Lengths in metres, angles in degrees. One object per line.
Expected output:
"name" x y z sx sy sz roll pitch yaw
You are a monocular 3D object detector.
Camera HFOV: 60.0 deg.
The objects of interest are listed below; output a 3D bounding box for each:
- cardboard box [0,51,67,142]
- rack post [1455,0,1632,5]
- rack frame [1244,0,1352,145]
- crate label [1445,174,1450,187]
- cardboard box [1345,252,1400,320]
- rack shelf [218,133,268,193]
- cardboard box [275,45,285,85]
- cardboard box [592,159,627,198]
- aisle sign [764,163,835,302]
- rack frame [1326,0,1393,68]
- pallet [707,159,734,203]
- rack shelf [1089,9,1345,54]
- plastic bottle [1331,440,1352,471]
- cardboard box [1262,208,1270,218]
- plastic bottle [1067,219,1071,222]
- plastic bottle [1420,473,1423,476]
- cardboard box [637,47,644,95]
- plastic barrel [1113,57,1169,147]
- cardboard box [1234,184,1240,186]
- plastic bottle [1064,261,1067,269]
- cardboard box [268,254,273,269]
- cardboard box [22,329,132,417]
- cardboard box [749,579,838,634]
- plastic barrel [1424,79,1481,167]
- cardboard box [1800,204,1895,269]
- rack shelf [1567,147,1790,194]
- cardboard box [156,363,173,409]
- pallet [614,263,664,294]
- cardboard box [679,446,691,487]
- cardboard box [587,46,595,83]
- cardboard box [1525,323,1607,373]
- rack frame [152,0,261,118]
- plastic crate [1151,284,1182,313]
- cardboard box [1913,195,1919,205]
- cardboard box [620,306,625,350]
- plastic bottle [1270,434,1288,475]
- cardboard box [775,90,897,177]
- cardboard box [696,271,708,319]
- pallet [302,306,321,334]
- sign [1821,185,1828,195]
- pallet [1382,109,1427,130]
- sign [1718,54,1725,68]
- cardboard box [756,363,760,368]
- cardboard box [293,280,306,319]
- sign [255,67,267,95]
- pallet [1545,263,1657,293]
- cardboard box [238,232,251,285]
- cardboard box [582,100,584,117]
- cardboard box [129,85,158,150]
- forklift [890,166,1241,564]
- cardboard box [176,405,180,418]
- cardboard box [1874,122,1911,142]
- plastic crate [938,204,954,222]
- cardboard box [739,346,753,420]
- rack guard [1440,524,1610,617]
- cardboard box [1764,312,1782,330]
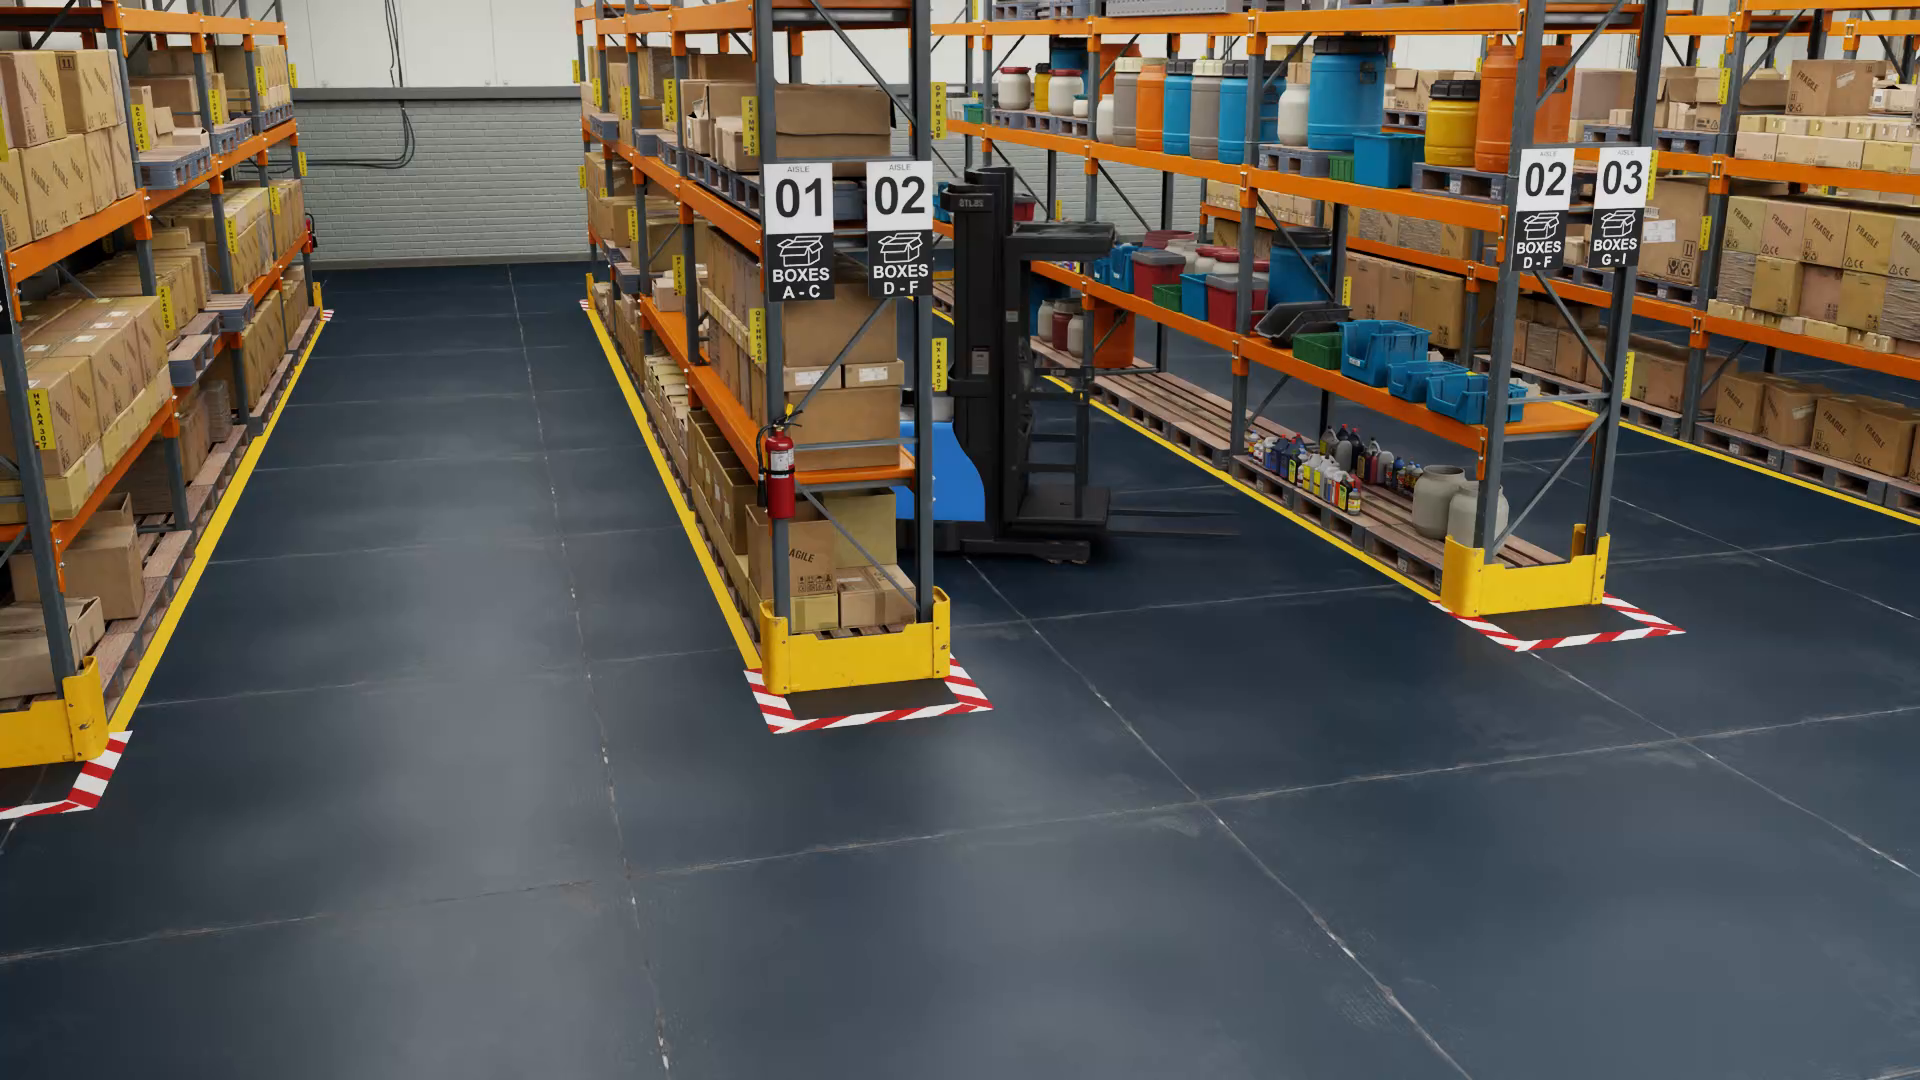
"cardboard box" -5.540 -2.567 9.624 0.500 0.500 0.500 -4 17 -14
"rack post" 4.014 -3.821 11.399 0.937 0.300 0.954 -3 17 -9
"rack frame" 3.000 -4.948 14.281 1.000 3.000 0.127 -5 17 -15
"crate label" 3.902 -2.877 12.861 0.502 0.251 0.408 -5 17 -15
"cardboard box" 6.005 -3.440 22.653 1.225 0.875 0.875 -5 18 -17
"rack shelf" -8.175 -4.043 17.734 1.077 0.370 4.000 -5 17 -15
"cardboard box" -9.233 -6.263 21.929 0.500 0.500 0.500 -4 17 -14
"cardboard box" -4.769 -4.963 22.849 0.500 0.500 0.500 -5 17 -16
"aisle sign" -0.929 -1.781 9.649 0.394 0.787 0.004 -5 17 -15
"rack frame" 5.564 -7.552 22.952 1.000 3.000 0.127 -5 17 -15
"pallet" -1.173 -2.507 11.525 1.003 0.211 1.213 -5 17 -15
"rack shelf" 2.450 -4.965 16.284 1.077 0.370 4.000 -5 17 -15
"plastic bottle" 3.371 -0.754 14.717 0.152 0.276 0.135 -5 17 -15
"cardboard box" 4.811 -4.973 25.229 0.380 0.149 0.250 -5 17 -16
"plastic bottle" 1.419 -3.984 21.588 0.144 0.351 0.185 -5 17 -15
"plastic bottle" 3.856 -0.468 13.753 0.061 0.283 0.133 -4 17 -14
"cardboard box" -3.257 -5.157 18.280 0.500 0.500 0.500 -5 17 -15
"plastic barrel" 1.918 -4.613 17.511 0.600 0.901 0.600 0 17 0
"cardboard box" 4.622 -5.780 25.920 0.500 0.500 0.500 -5 17 -17
"plastic bottle" 1.275 -3.288 19.530 0.097 0.201 0.097 0 17 0
"cardboard box" -8.267 -3.254 19.474 0.380 0.149 0.250 -4 17 -14
"cardboard box" -5.684 -1.060 10.690 0.500 0.500 0.500 -4 17 -14
"cardboard box" -1.096 0.413 10.912 0.500 0.250 0.500 -5 17 -15
"plastic barrel" 3.664 -3.001 11.958 0.600 0.588 0.600 0 17 0
"cardboard box" 7.917 -2.714 14.845 0.500 0.500 0.500 -5 17 -15
"rack shelf" 7.212 -4.111 17.962 1.077 0.370 4.000 -5 17 -15
"cardboard box" -6.104 -1.122 12.199 0.500 0.250 0.500 -5 17 -15
"pallet" -3.117 -2.880 18.161 1.213 0.211 1.003 -5 17 -15
"cardboard box" -2.156 -0.660 14.485 0.500 0.250 0.500 -5 17 -16
"cardboard box" -4.849 -6.681 23.353 0.700 0.500 0.500 -5 17 -15
"cardboard box" 7.031 -2.250 19.309 0.700 0.500 0.500 -6 18 -20
"rack frame" -8.724 -6.377 19.041 1.000 3.000 0.127 -5 17 -15
"plastic crate" 2.250 -2.432 16.704 0.450 0.188 0.662 -5 17 -15
"cardboard box" 11.857 -4.057 19.832 0.700 0.500 0.500 -5 17 -16
"cardboard box" -3.906 -2.611 20.509 0.500 0.500 0.500 -4 17 -14
"plastic bottle" 2.823 -0.761 14.610 0.144 0.351 0.185 -4 17 -14
"cardboard box" -0.818 -2.491 10.164 0.797 0.503 0.637 -3 17 -11
"cardboard box" -2.242 -2.230 15.488 0.500 0.500 0.500 -5 17 -15
"pallet" -9.529 -3.060 23.273 1.003 0.211 1.213 -5 17 -15
"sign" 10.940 -4.408 21.037 0.100 0.325 0.005 -5 17 -15
"pallet" 6.125 -5.402 21.335 1.003 0.211 1.213 -4 17 -13
"sign" 13.457 -8.420 29.397 0.100 0.325 0.005 -5 17 -15
"cardboard box" -1.163 -1.240 11.063 0.380 0.149 0.250 -4 17 -15
"cardboard box" -9.397 -3.290 22.807 0.700 0.500 0.500 -5 17 -15
"sign" -8.205 -5.385 19.504 0.100 0.325 0.005 -5 17 -15
"pallet" 7.246 -2.936 18.347 1.003 0.211 1.213 -5 17 -15
"cardboard box" -7.647 -2.898 17.160 0.500 0.500 0.500 -4 17 -13
"cardboard box" -5.165 -6.206 23.944 0.500 0.250 0.500 -5 17 -15
"cardboard box" -6.938 -3.476 13.691 0.500 0.500 0.500 -5 18 -17
"forklift" 0.703 -1.379 12.949 3.031 2.935 1.130 2 17 7
"cardboard box" -7.015 -1.131 14.282 0.500 0.250 0.500 -5 17 -17
"cardboard box" 8.053 -3.481 14.181 0.380 0.149 0.250 -4 17 -14
"plastic crate" -0.102 -4.801 24.407 0.416 0.233 0.300 -5 17 -15
"cardboard box" -1.209 -1.184 12.004 0.700 0.500 0.500 -4 17 -14
"rack guard" 4.033 0.212 11.878 1.175 0.500 0.348 -5 17 -15
"cardboard box" 7.761 -2.057 15.523 0.380 0.149 0.250 -5 17 -15
